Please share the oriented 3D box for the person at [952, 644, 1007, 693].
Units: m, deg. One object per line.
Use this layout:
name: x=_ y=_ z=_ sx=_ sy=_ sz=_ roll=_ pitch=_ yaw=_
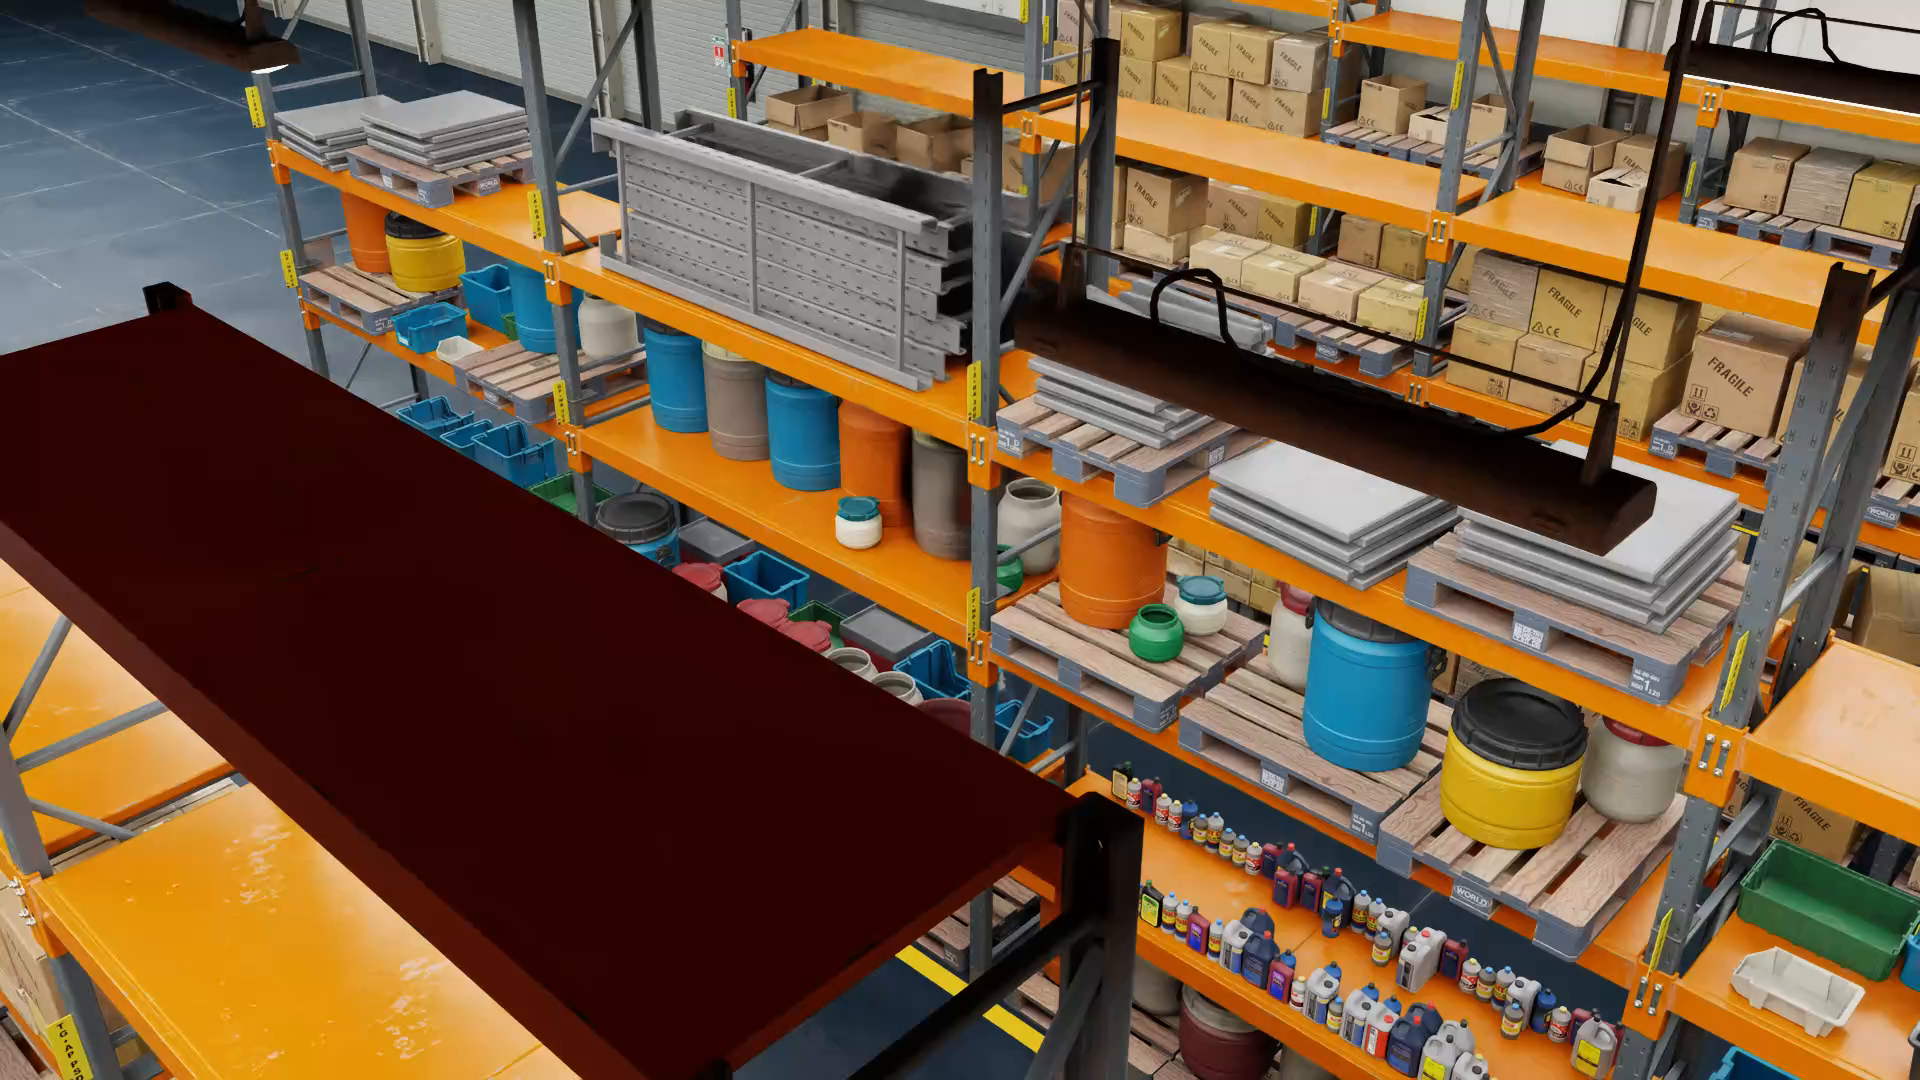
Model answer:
person: x=0.095 y=0.407 z=13.146 sx=0.852 sy=1.790 sz=0.667 roll=24 pitch=37 yaw=36
